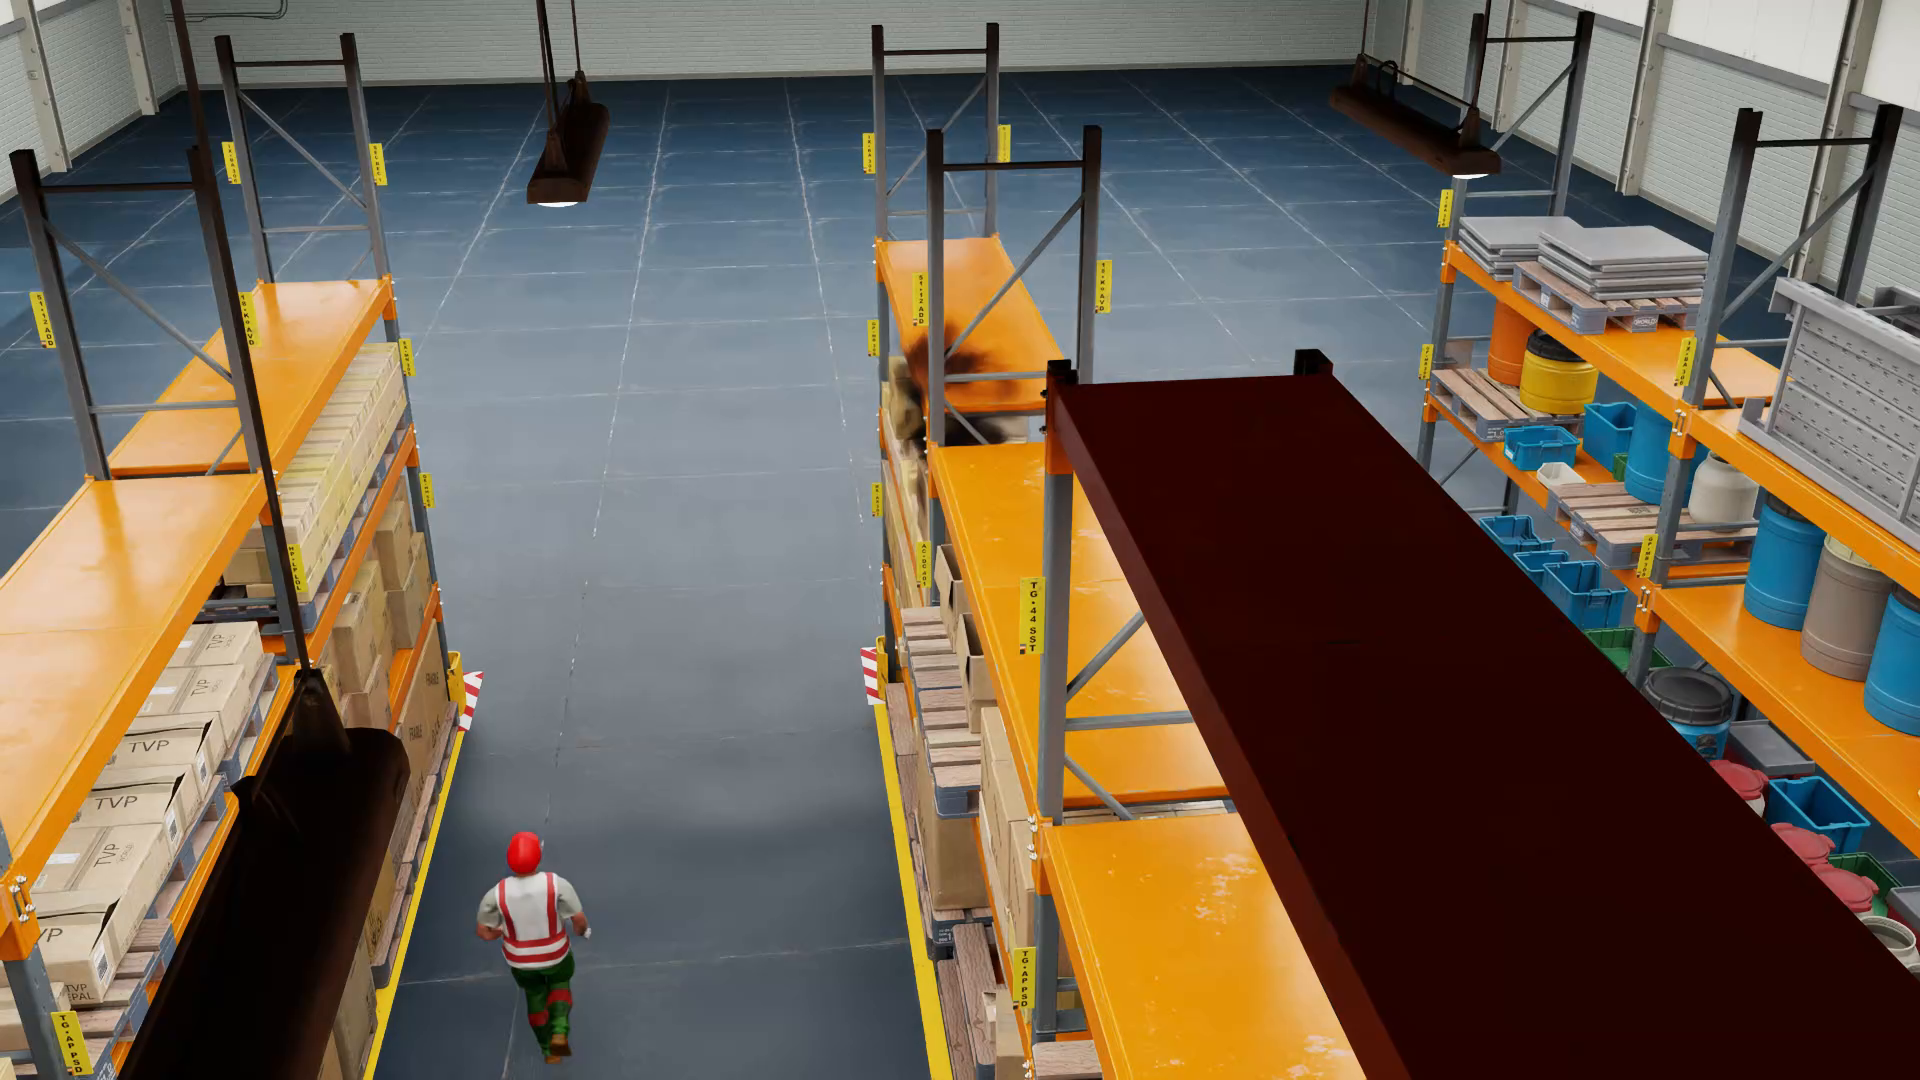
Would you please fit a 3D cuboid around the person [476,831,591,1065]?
[{"bbox_3d":[-2.648,2.598,10.422,0.671,1.743,0.596,-5,26,-10],"label":"person"}]
